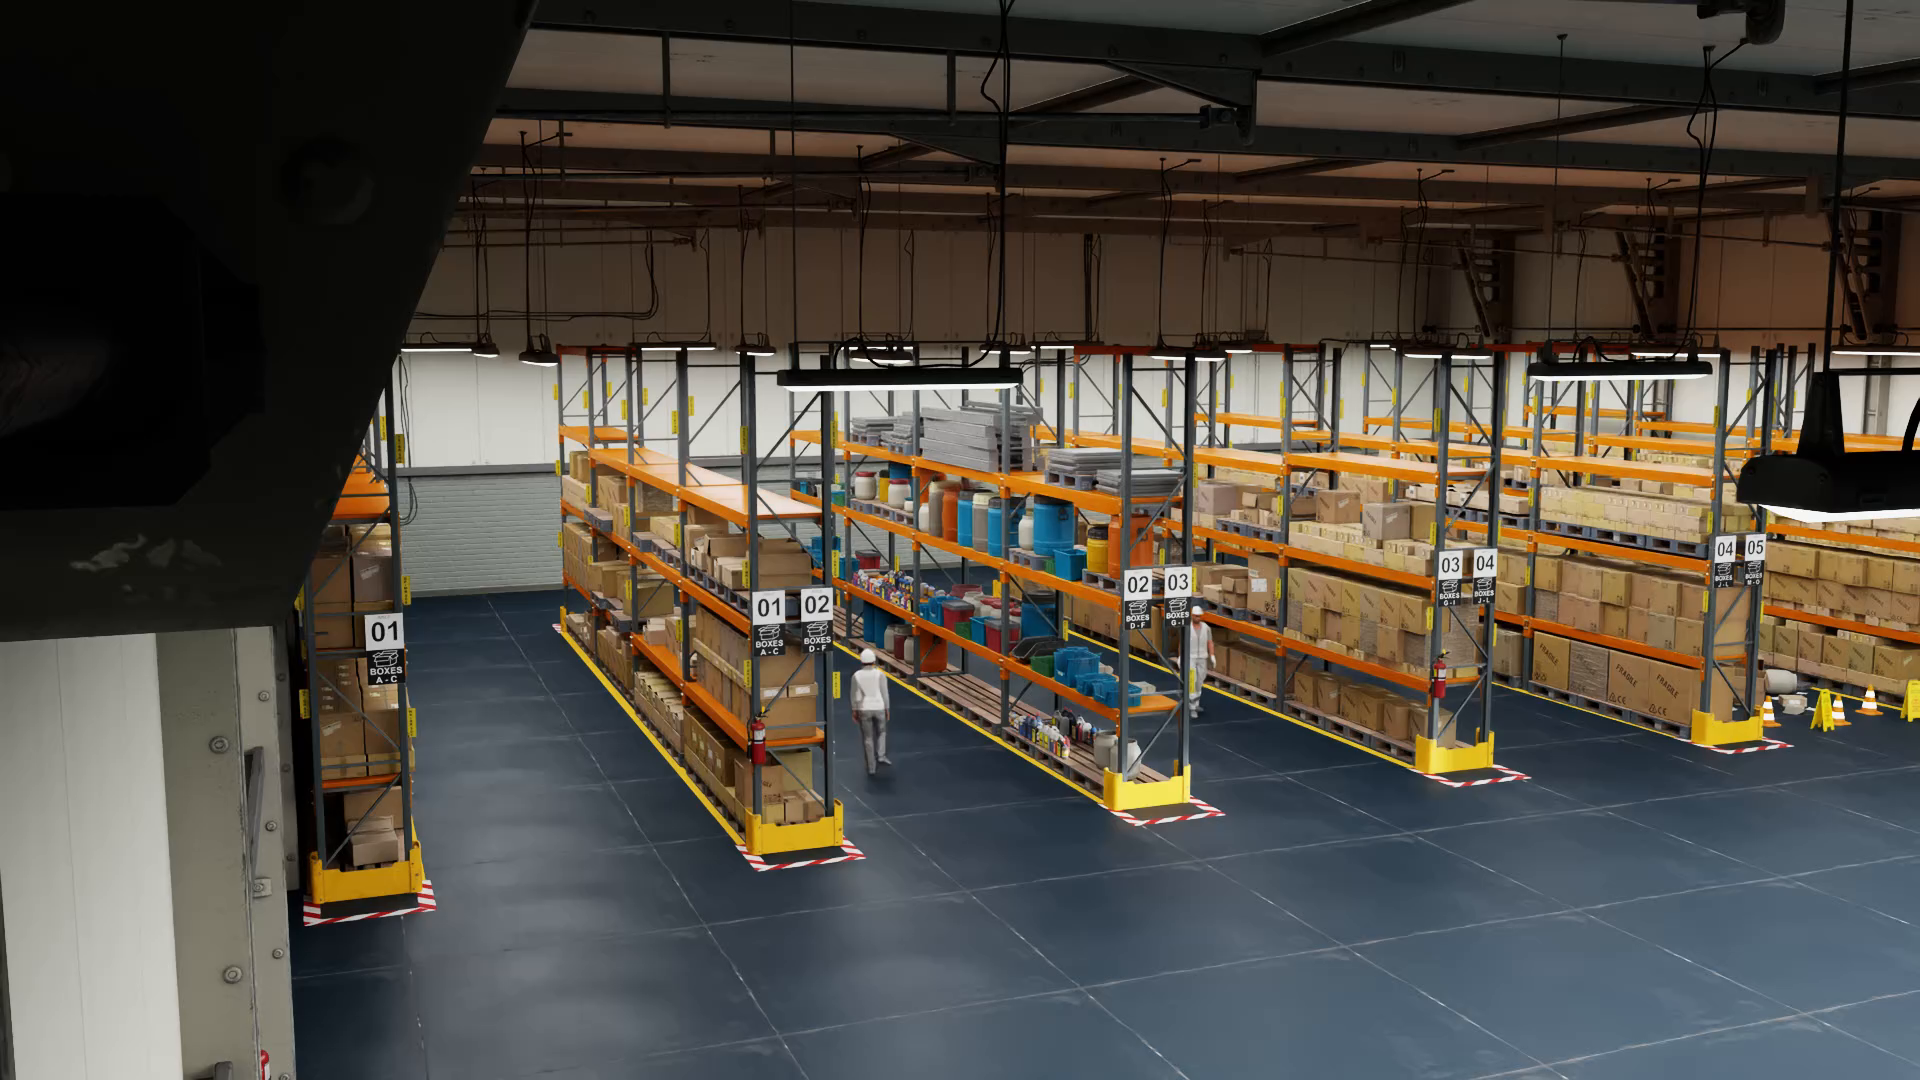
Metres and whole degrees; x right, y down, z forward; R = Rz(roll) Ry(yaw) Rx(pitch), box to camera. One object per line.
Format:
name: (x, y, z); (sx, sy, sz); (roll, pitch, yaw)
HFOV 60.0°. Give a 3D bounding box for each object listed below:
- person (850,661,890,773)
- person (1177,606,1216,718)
person: (-1.295, 2.453, 23.816); (0.561, 1.706, 0.494); (-1, 7, -10)
person: (9.615, 1.117, 28.139); (12.189, 3.386, 0.542); (-1, 7, -9)
